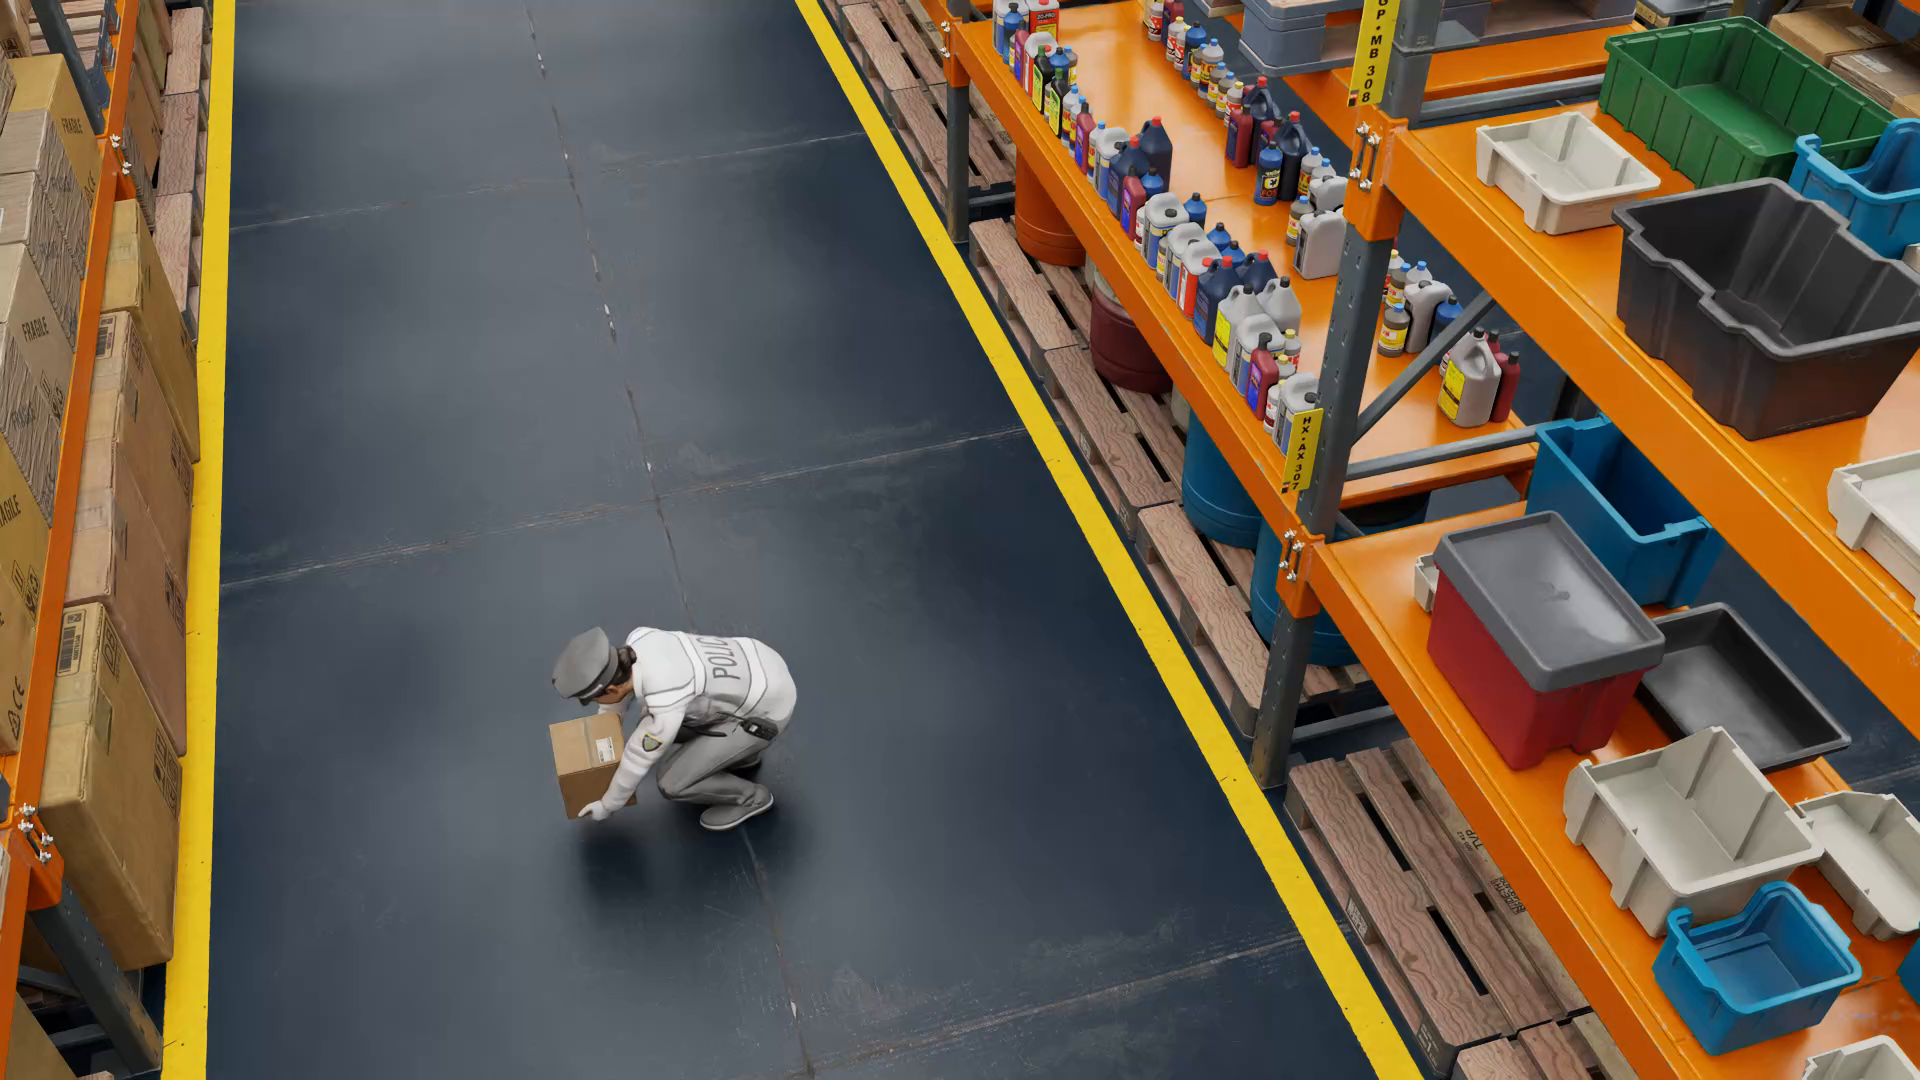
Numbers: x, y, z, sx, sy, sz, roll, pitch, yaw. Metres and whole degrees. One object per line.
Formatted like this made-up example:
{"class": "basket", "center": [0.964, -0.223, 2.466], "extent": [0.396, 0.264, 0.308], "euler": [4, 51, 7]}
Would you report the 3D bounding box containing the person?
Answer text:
{"class": "person", "center": [-1.009, 0.632, 5.987], "extent": [0.848, 0.982, 0.463], "euler": [-13, 44, -14]}
